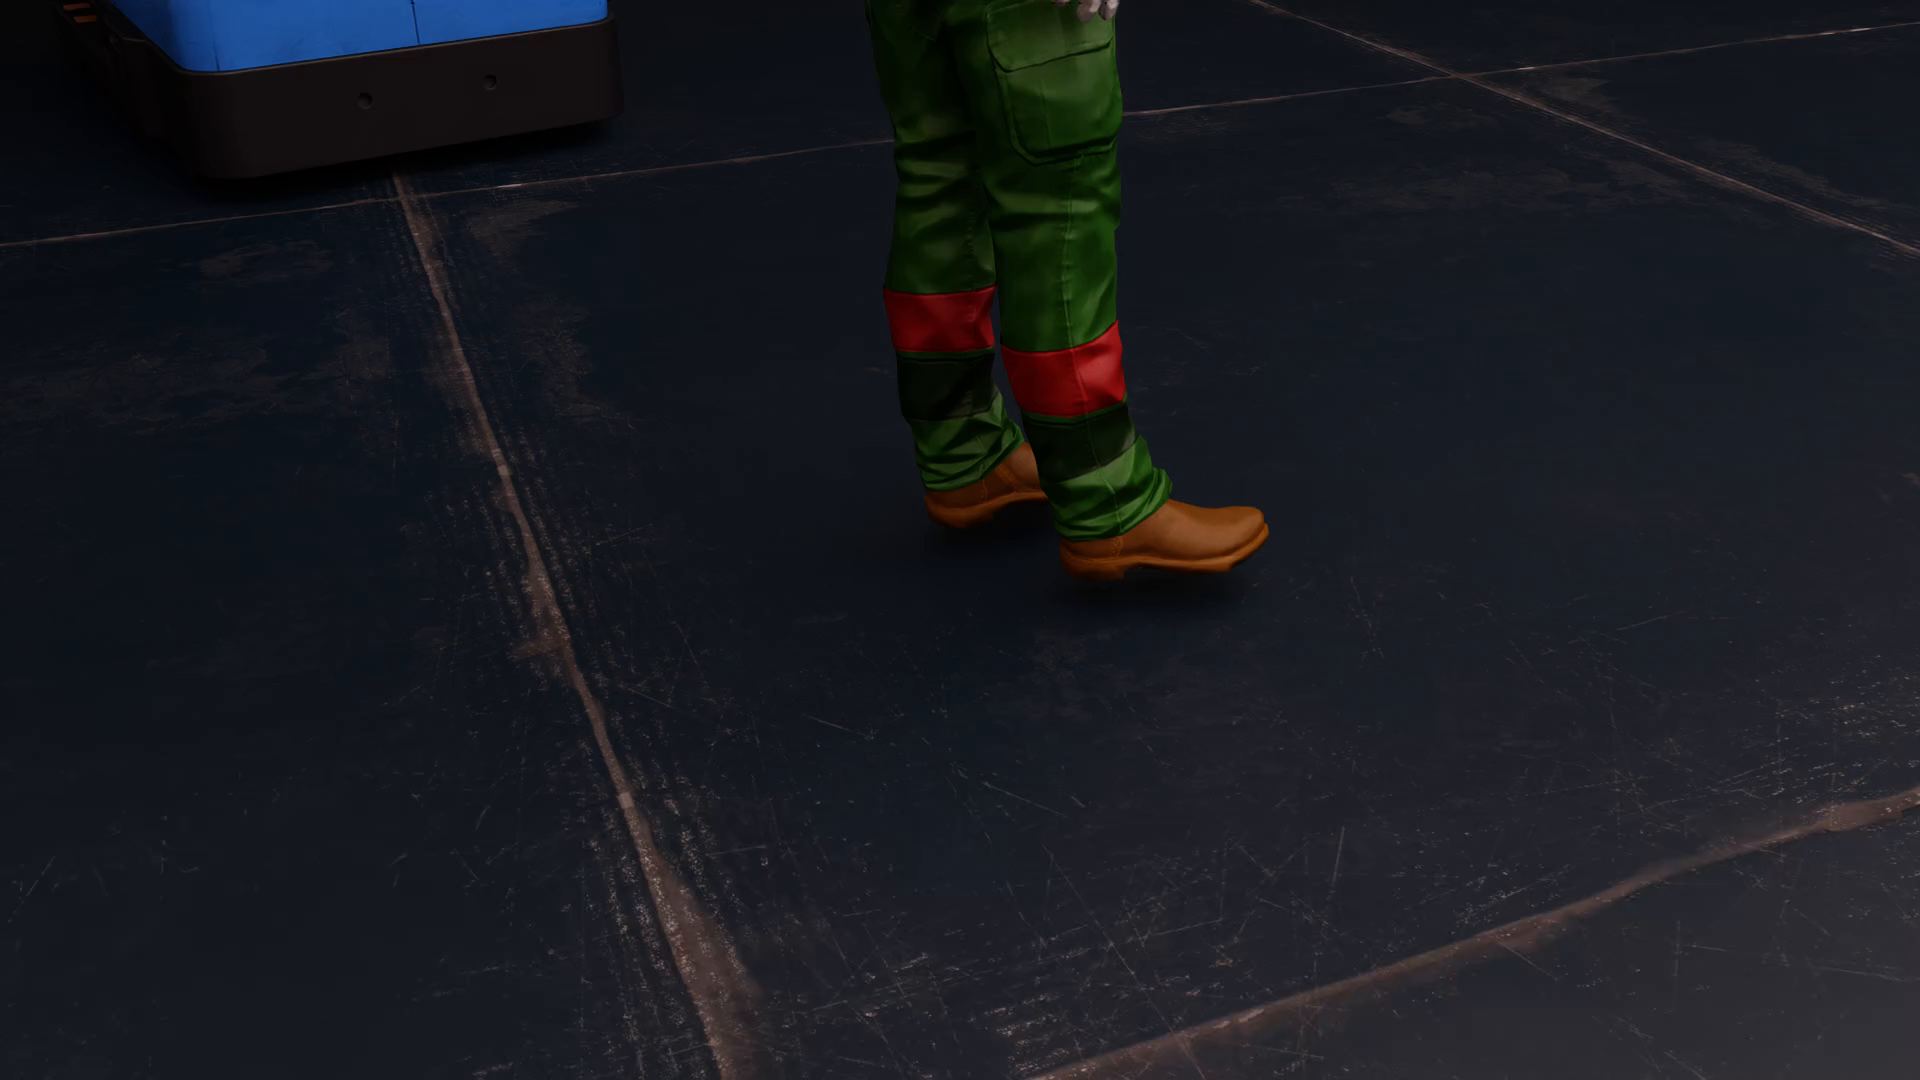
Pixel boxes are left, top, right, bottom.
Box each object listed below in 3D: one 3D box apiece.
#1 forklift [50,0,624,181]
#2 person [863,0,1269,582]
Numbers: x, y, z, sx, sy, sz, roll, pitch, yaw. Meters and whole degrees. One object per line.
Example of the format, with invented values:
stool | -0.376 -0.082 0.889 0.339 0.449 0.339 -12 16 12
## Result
forklift | -2.107 -2.781 4.420 1.130 2.935 3.031 -18 34 -29
person | 0.079 -0.828 2.052 0.561 1.789 0.638 -11 32 -19
